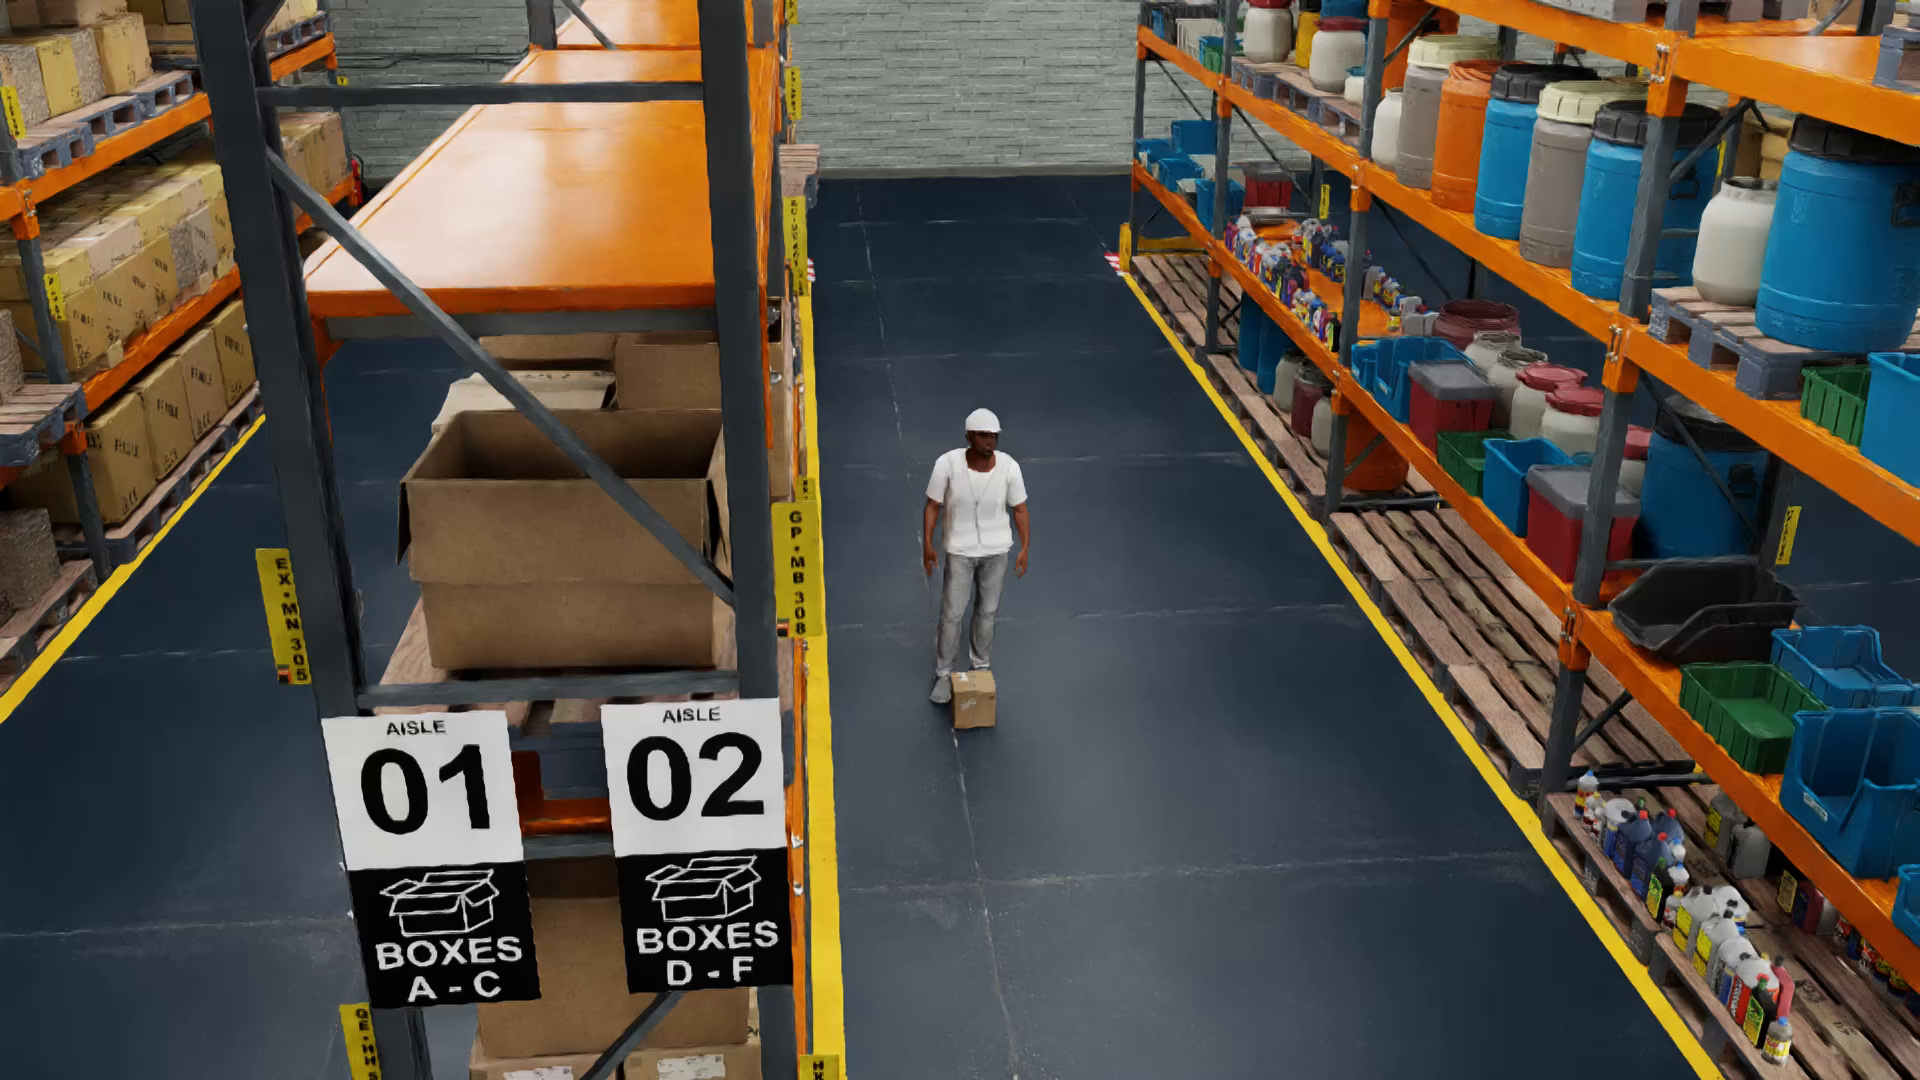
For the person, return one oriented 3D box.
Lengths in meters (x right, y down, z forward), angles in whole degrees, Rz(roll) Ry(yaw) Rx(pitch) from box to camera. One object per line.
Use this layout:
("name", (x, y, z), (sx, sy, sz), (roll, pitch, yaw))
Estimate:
("person", (0.109, 0.083, 10.082), (0.665, 1.766, 0.578), (-3, 24, -7))
